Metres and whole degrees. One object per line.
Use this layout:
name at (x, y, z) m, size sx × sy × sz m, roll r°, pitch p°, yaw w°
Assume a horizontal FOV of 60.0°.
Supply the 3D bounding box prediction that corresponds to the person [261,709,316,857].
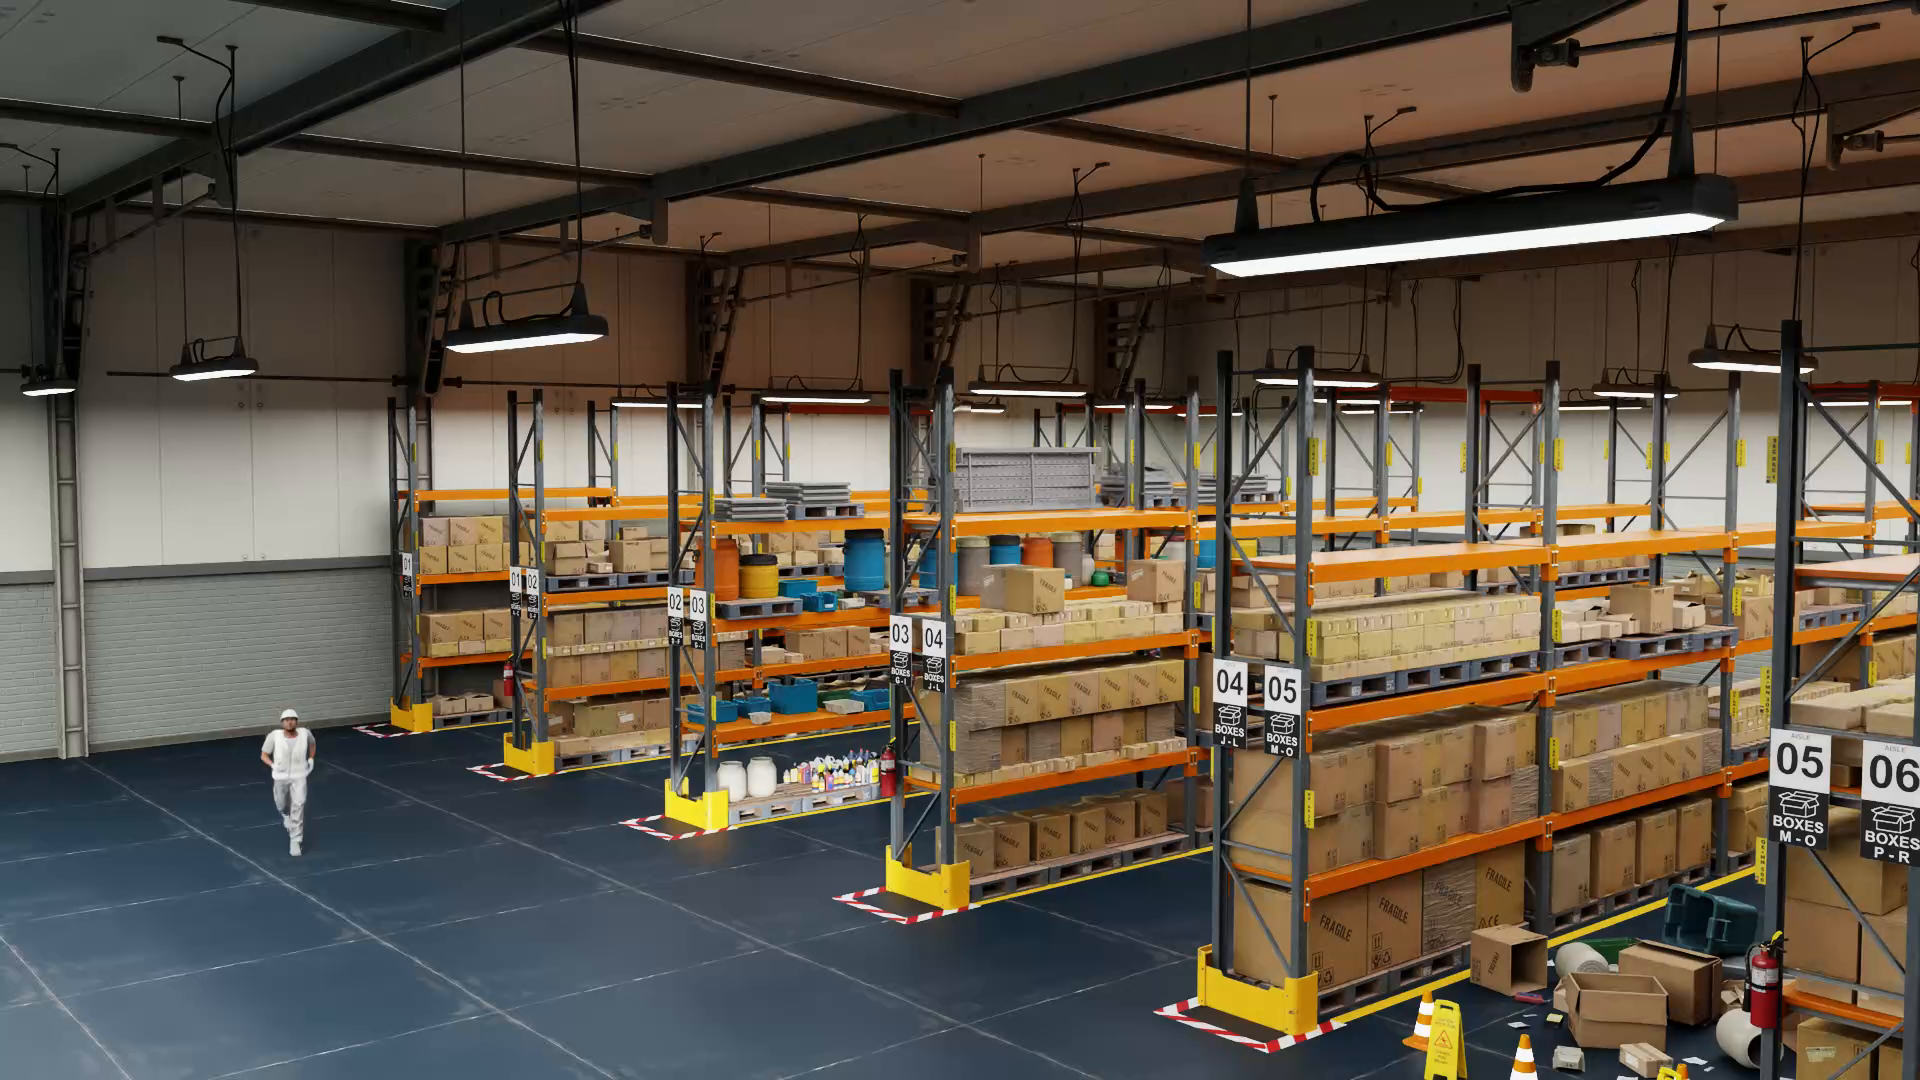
person at (-8.575, 3.044, 21.240) m, size 0.647 × 1.783 × 1.161 m, roll -1°, pitch 3°, yaw -17°
